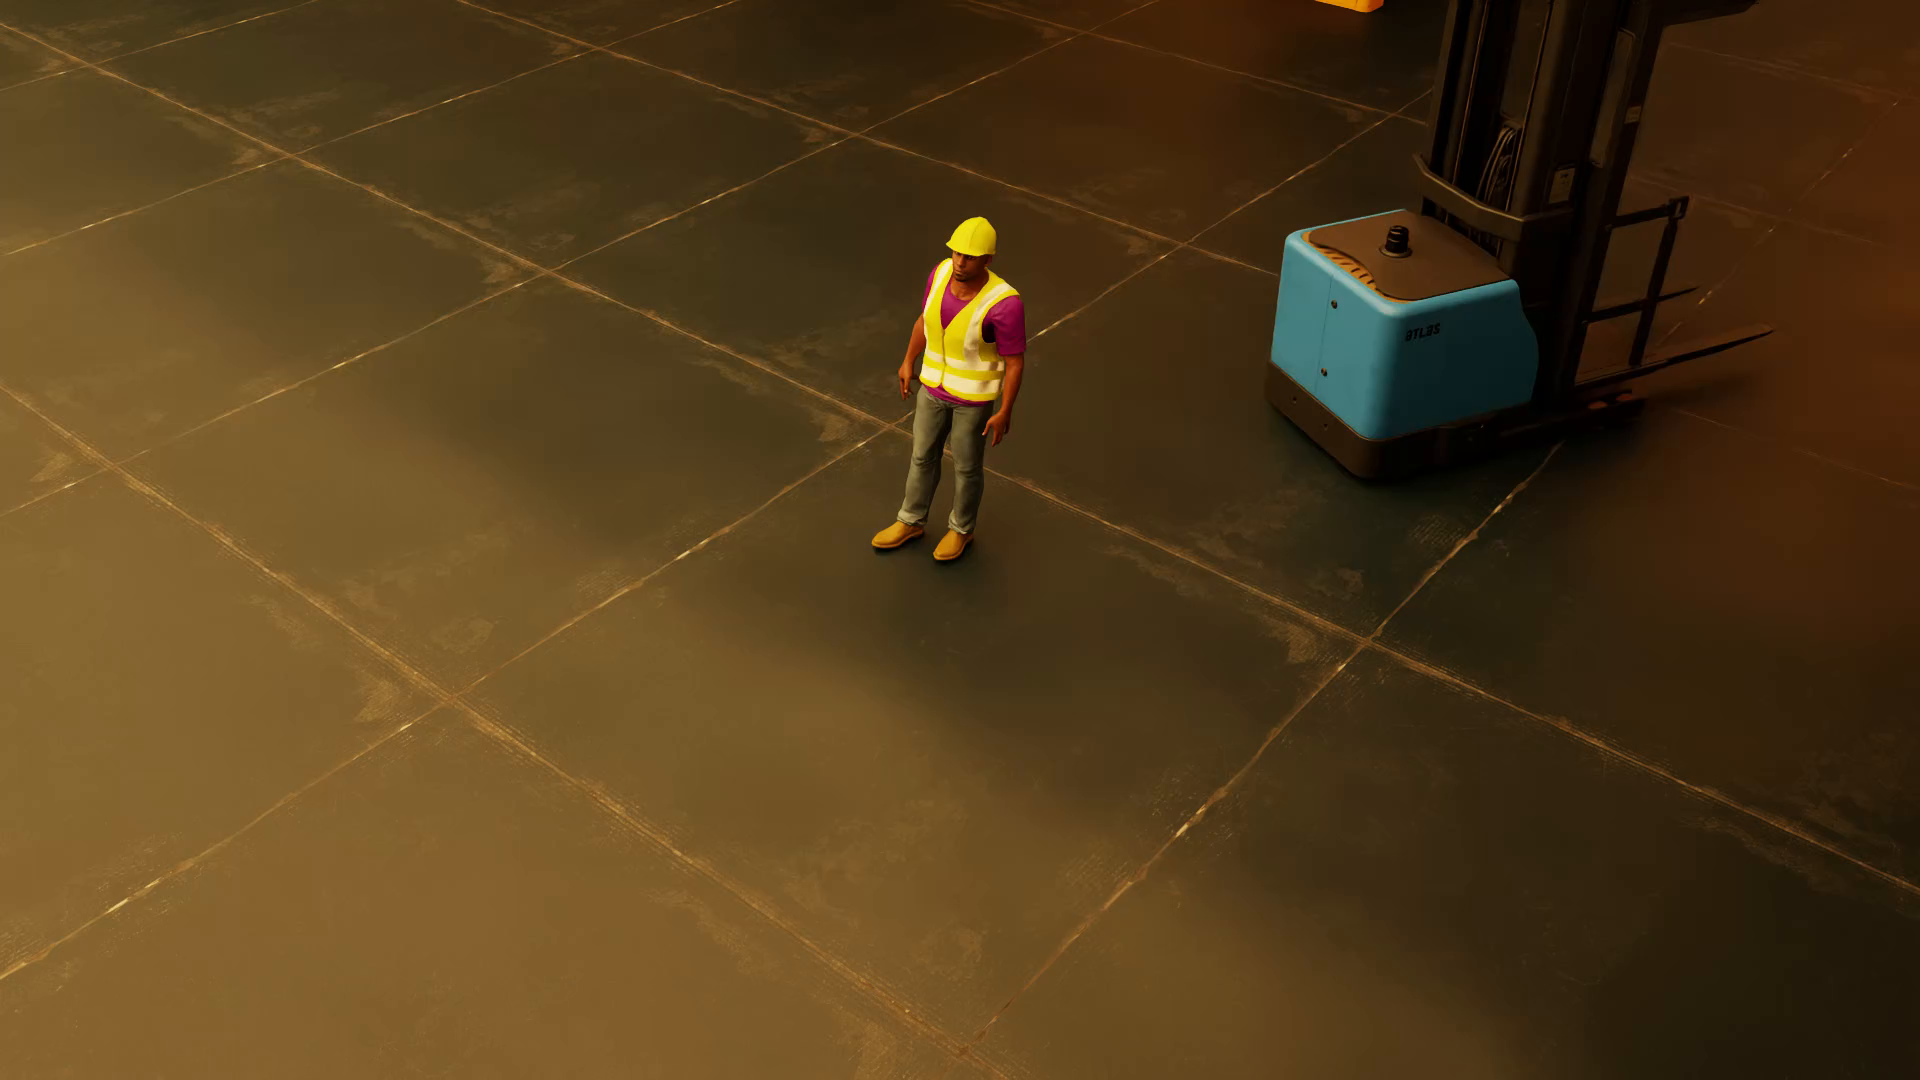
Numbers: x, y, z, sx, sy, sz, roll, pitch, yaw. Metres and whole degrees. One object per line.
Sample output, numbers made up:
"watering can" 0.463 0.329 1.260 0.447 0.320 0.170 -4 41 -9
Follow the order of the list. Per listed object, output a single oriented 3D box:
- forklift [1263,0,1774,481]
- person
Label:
"forklift" 3.303 -2.071 8.867 3.031 2.935 1.130 -15 38 -19
"person" -0.049 -0.692 7.946 0.665 1.765 0.577 26 43 31
